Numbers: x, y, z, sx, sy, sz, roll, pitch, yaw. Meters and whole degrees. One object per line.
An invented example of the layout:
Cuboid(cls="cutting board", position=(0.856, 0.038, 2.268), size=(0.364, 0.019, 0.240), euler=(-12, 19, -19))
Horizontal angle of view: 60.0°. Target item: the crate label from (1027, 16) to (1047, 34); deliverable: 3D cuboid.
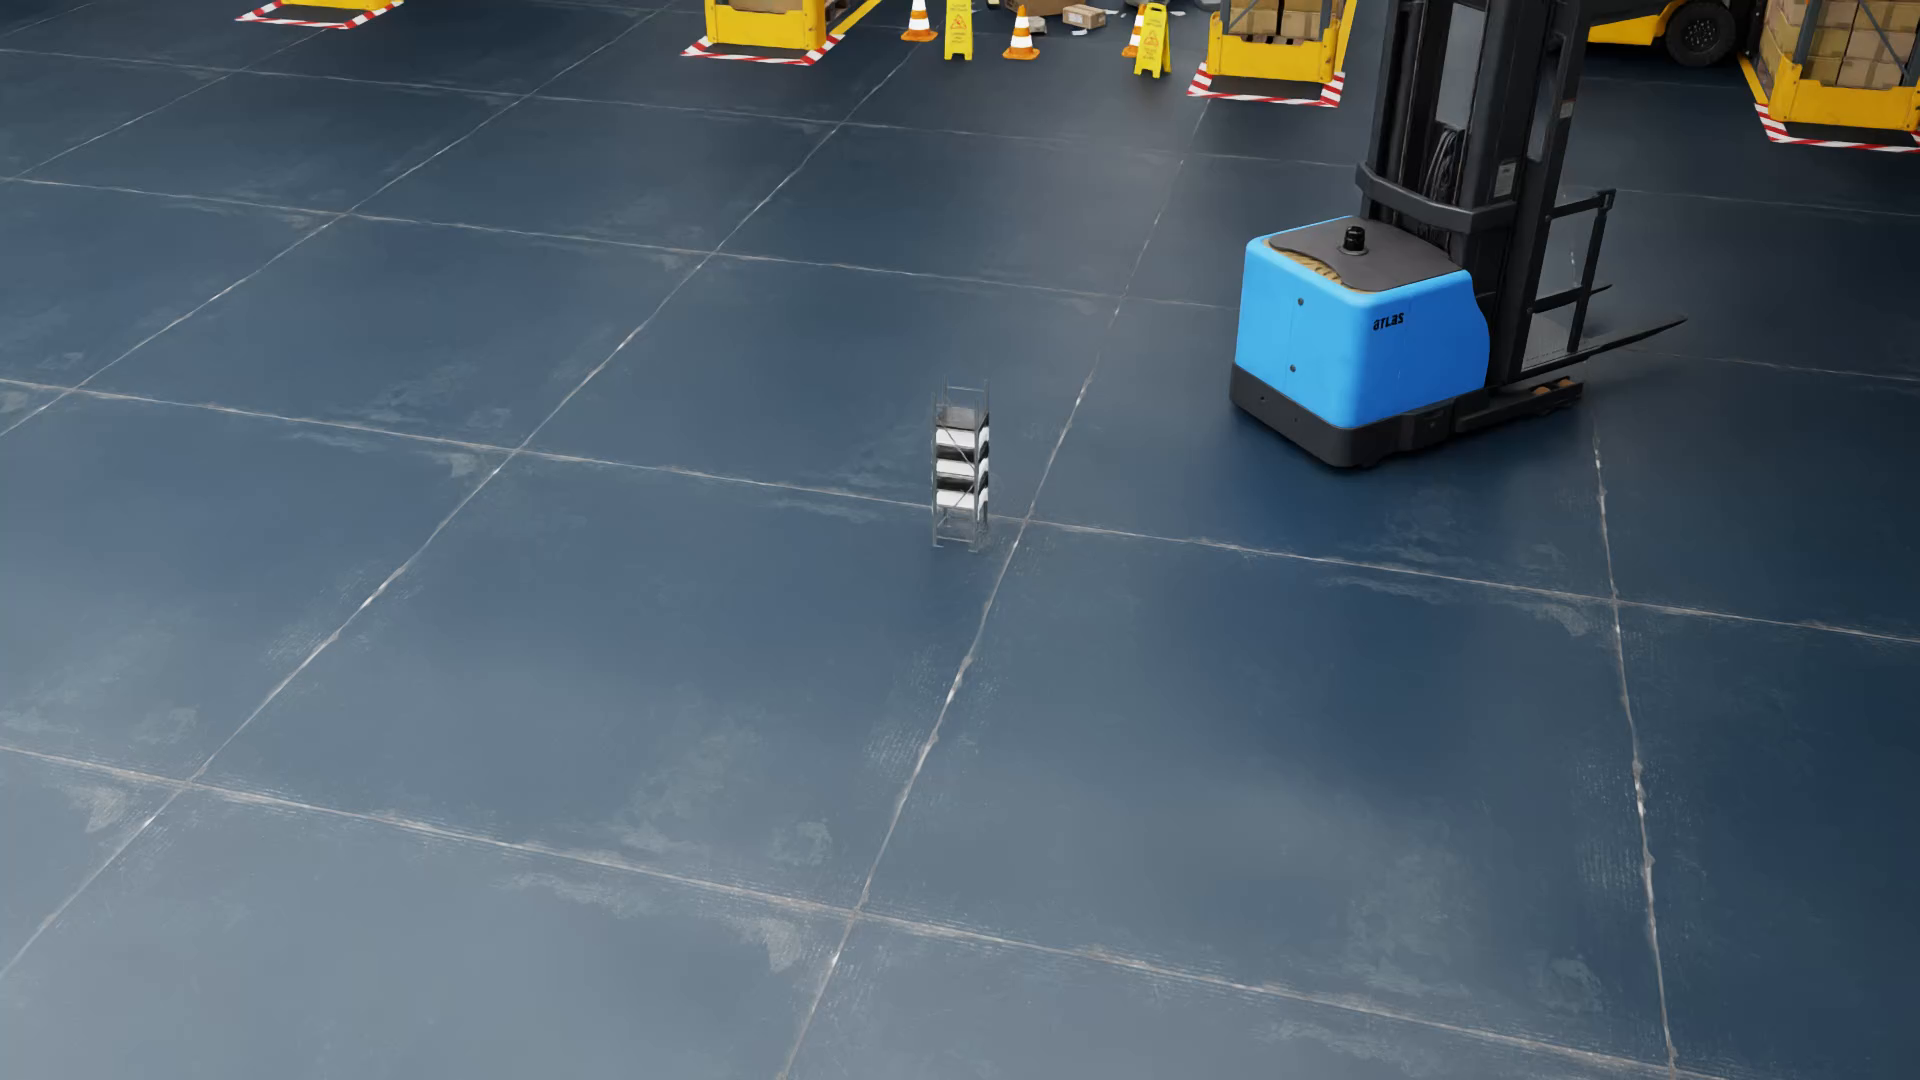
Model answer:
Cuboid(cls="crate label", position=(0.738, -5.202, 16.805), size=(0.250, 0.136, 0.298), euler=(-8, 33, -13))

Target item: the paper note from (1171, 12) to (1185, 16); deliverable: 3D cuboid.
Cuboid(cls="paper note", position=(2.285, -5.513, 17.394), size=(0.142, 0.019, 0.148), euler=(-3, 33, -4))

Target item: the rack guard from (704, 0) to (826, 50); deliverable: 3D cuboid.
Cuboid(cls="rack guard", position=(-1.922, -5.174, 16.423), size=(1.175, 0.500, 0.348), euler=(8, 33, 12))

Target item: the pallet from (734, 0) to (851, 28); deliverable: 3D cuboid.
Cuboid(cls="pallet", position=(-1.789, -5.491, 17.190), size=(1.003, 0.211, 1.213), euler=(8, 33, 12))

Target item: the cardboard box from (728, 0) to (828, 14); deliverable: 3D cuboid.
Cuboid(cls="cardboard box", position=(-1.808, -5.883, 16.798), size=(0.875, 0.875, 0.875), euler=(8, 33, 13))

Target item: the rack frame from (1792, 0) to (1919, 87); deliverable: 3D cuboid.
Cuboid(cls="rack frame", position=(7.700, -4.946, 13.735), size=(1.000, 3.000, 0.127), euler=(8, 33, 12))

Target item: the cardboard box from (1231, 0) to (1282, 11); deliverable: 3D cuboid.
Cuboid(cls="cardboard box", position=(2.849, -5.405, 15.928), size=(0.500, 0.500, 0.500), euler=(8, 33, 13))

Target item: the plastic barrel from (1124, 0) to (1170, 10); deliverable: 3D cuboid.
Cuboid(cls="plastic barrel", position=(1.957, -5.811, 17.496), size=(0.421, 0.421, 0.512), euler=(-21, 38, -29))

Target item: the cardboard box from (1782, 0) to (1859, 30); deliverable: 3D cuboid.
Cuboid(cls="cardboard box", position=(7.515, -4.667, 14.534), size=(0.500, 0.250, 0.500), euler=(9, 34, 14))

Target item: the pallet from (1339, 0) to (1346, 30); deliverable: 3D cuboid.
Cuboid(cls="pallet", position=(3.469, -5.531, 17.253), size=(1.003, 0.211, 1.213), euler=(8, 33, 12))

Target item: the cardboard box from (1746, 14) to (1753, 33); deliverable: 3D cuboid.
Cuboid(cls="cardboard box", position=(7.894, -5.038, 16.050), size=(0.500, 0.250, 0.500), euler=(9, 34, 14))

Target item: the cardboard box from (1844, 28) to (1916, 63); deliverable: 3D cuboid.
Cuboid(cls="cardboard box", position=(8.020, -4.390, 14.565), size=(0.500, 0.250, 0.500), euler=(9, 33, 13))

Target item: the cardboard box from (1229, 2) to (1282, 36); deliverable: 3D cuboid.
Cuboid(cls="cardboard box", position=(2.848, -5.106, 16.157), size=(0.500, 0.250, 0.500), euler=(8, 33, 12))

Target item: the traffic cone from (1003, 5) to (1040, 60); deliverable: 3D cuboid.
Cuboid(cls="traffic cone", position=(0.599, -4.923, 16.063), size=(0.336, 0.463, 0.334), euler=(8, 33, 12))

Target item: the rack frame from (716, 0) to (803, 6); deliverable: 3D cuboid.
Cuboid(cls="rack frame", position=(-1.916, -6.242, 15.772), size=(1.000, 3.000, 0.127), euler=(8, 33, 12))

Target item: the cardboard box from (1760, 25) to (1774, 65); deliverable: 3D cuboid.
Cuboid(cls="cardboard box", position=(7.649, -4.507, 15.215), size=(0.500, 0.250, 0.500), euler=(8, 33, 12))

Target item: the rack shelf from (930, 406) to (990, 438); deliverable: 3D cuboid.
Cuboid(cls="rack shelf", position=(0.002, -0.584, 8.388), size=(0.258, 0.077, 0.200), euler=(8, 33, 12))

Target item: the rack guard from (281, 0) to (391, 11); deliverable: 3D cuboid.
Cuboid(cls="rack guard", position=(-6.669, -5.954, 17.650), size=(1.175, 0.500, 0.348), euler=(8, 33, 12))

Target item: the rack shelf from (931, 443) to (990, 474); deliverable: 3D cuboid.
Cuboid(cls="rack shelf", position=(0.002, -0.432, 8.485), size=(0.258, 0.077, 0.200), euler=(8, 33, 12))

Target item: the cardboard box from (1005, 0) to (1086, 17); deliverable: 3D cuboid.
Cuboid(cls="cardboard box", position=(0.894, -5.823, 17.441), size=(0.797, 0.503, 0.637), euler=(-14, 35, -21))

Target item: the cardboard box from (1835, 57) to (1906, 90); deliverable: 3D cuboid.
Cuboid(cls="cardboard box", position=(8.013, -4.192, 14.719), size=(0.500, 0.250, 0.500), euler=(8, 33, 13))

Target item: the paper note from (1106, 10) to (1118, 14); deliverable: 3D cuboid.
Cuboid(cls="paper note", position=(1.573, -5.544, 17.454), size=(0.148, 0.019, 0.142), euler=(20, 38, 29))

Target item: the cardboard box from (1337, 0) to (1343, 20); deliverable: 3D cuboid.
Cuboid(cls="cardboard box", position=(3.507, -5.282, 16.434), size=(0.500, 0.250, 0.500), euler=(9, 34, 14))

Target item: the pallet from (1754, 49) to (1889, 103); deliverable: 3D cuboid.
Cuboid(cls="pallet", position=(7.853, -4.172, 15.116), size=(1.003, 0.211, 1.213), euler=(8, 33, 12))

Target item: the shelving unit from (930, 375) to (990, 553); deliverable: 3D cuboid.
Cuboid(cls="shelving unit", position=(0.002, -0.384, 8.515), size=(0.258, 0.900, 0.210), euler=(8, 33, 12))

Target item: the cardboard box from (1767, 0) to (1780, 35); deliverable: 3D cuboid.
Cuboid(cls="cardboard box", position=(7.658, -4.728, 15.097), size=(0.500, 0.250, 0.500), euler=(8, 33, 12))

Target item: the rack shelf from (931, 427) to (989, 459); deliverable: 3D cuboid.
Cuboid(cls="rack shelf", position=(0.002, -0.508, 8.437), size=(0.258, 0.077, 0.200), euler=(8, 33, 12))

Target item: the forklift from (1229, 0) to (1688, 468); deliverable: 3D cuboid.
Cuboid(cls="forklift", position=(3.145, -2.210, 9.494), size=(3.031, 2.935, 1.130), euler=(-17, 36, -25))

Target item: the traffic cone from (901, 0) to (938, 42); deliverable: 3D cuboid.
Cuboid(cls="traffic cone", position=(-0.408, -5.253, 16.582), size=(0.336, 0.463, 0.334), euler=(8, 33, 12))

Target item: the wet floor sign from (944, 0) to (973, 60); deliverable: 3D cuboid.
Cuboid(cls="wet floor sign", position=(-0.008, -4.964, 15.956), size=(0.267, 0.644, 0.232), euler=(3, 33, 4))

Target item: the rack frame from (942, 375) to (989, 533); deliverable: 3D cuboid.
Cuboid(cls="rack frame", position=(0.028, -0.437, 8.598), size=(0.240, 0.900, 0.006), euler=(8, 33, 12))
